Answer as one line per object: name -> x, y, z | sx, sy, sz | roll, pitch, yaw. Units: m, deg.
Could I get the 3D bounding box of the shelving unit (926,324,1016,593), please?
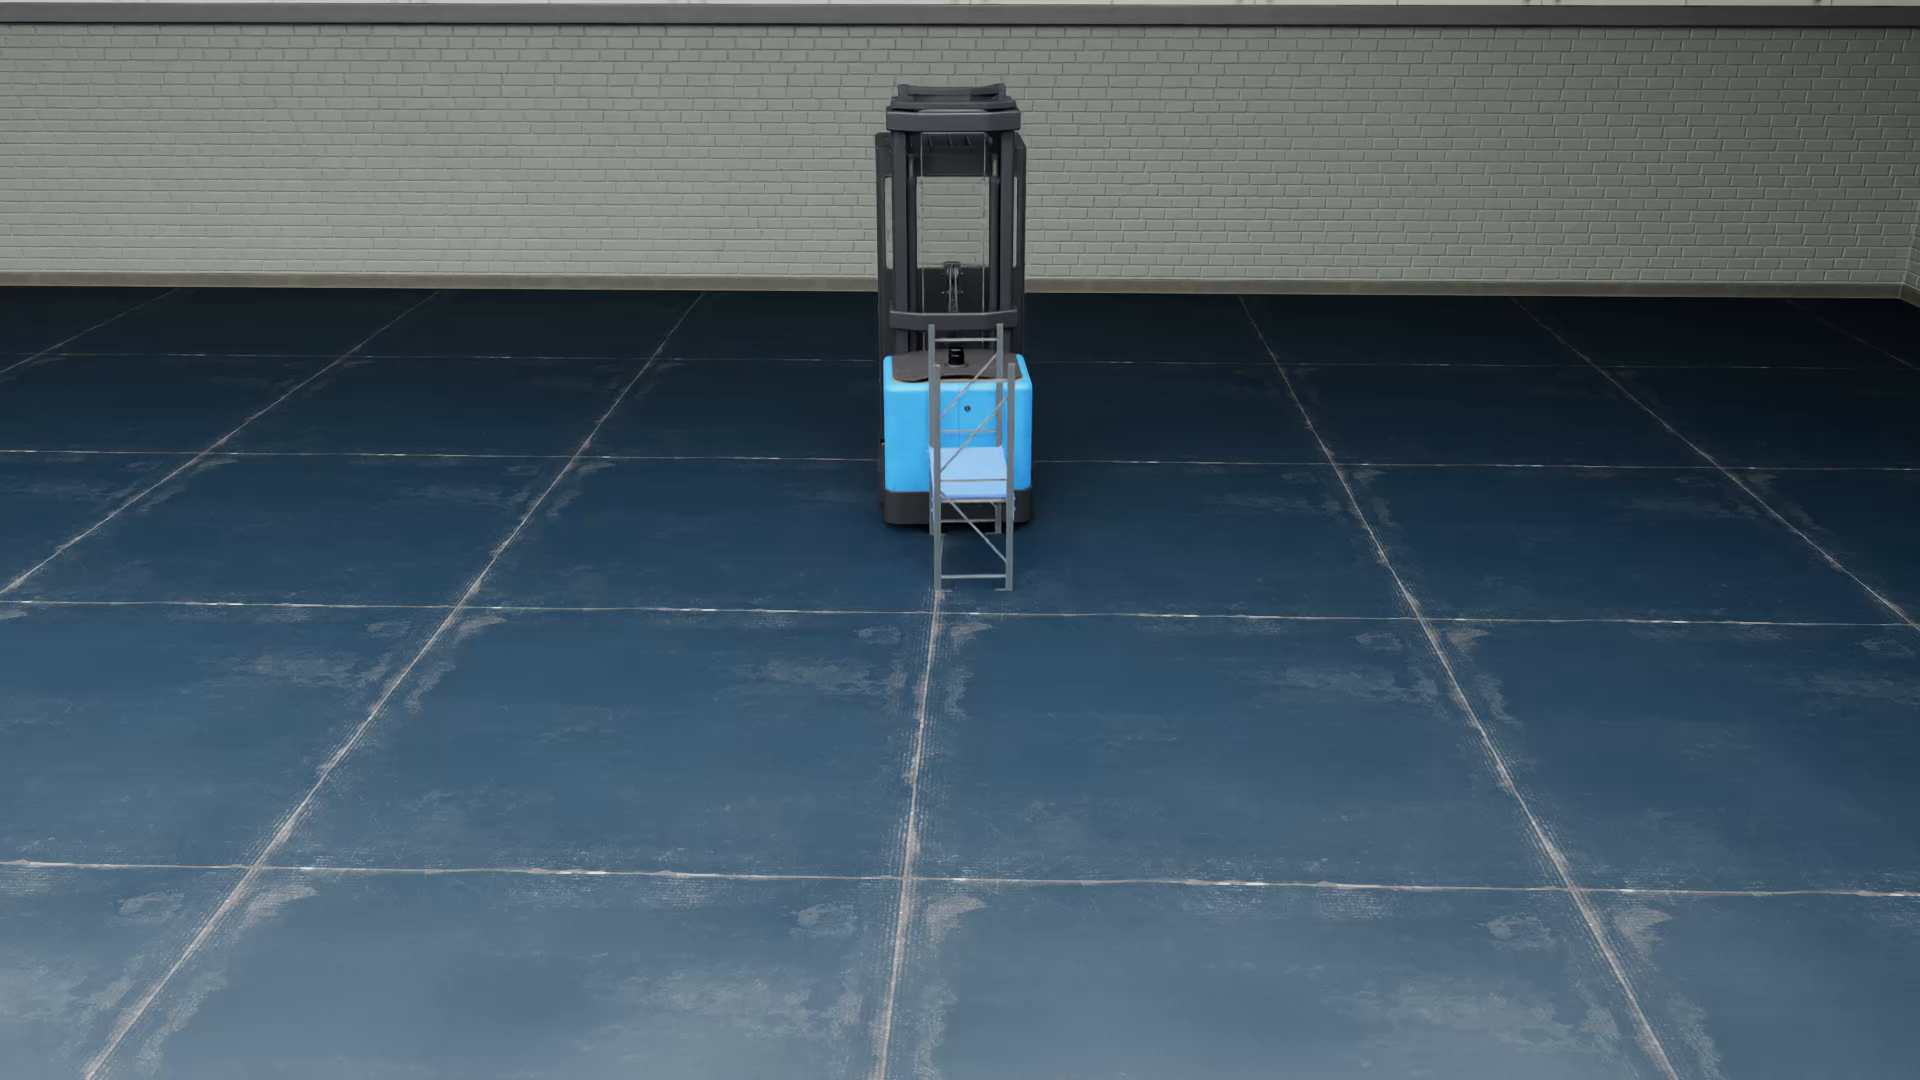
shelving unit -> 0.063, -0.553, 10.881 | 0.538, 1.500, 1.048 | -1, 21, -3

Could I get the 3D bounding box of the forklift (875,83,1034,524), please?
forklift -> -0.078, -1.962, 12.533 | 1.130, 2.935, 3.031 | -1, 21, -3

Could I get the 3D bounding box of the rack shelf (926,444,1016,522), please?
rack shelf -> 0.063, -0.385, 10.946 | 0.538, 0.185, 1.000 | -1, 21, -3

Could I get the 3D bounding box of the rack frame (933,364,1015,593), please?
rack frame -> 0.087, -0.369, 10.408 | 0.500, 1.500, 0.032 | -1, 21, -3

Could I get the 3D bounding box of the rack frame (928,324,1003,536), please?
rack frame -> 0.039, -0.737, 11.354 | 0.500, 1.500, 0.032 | -1, 21, -3
